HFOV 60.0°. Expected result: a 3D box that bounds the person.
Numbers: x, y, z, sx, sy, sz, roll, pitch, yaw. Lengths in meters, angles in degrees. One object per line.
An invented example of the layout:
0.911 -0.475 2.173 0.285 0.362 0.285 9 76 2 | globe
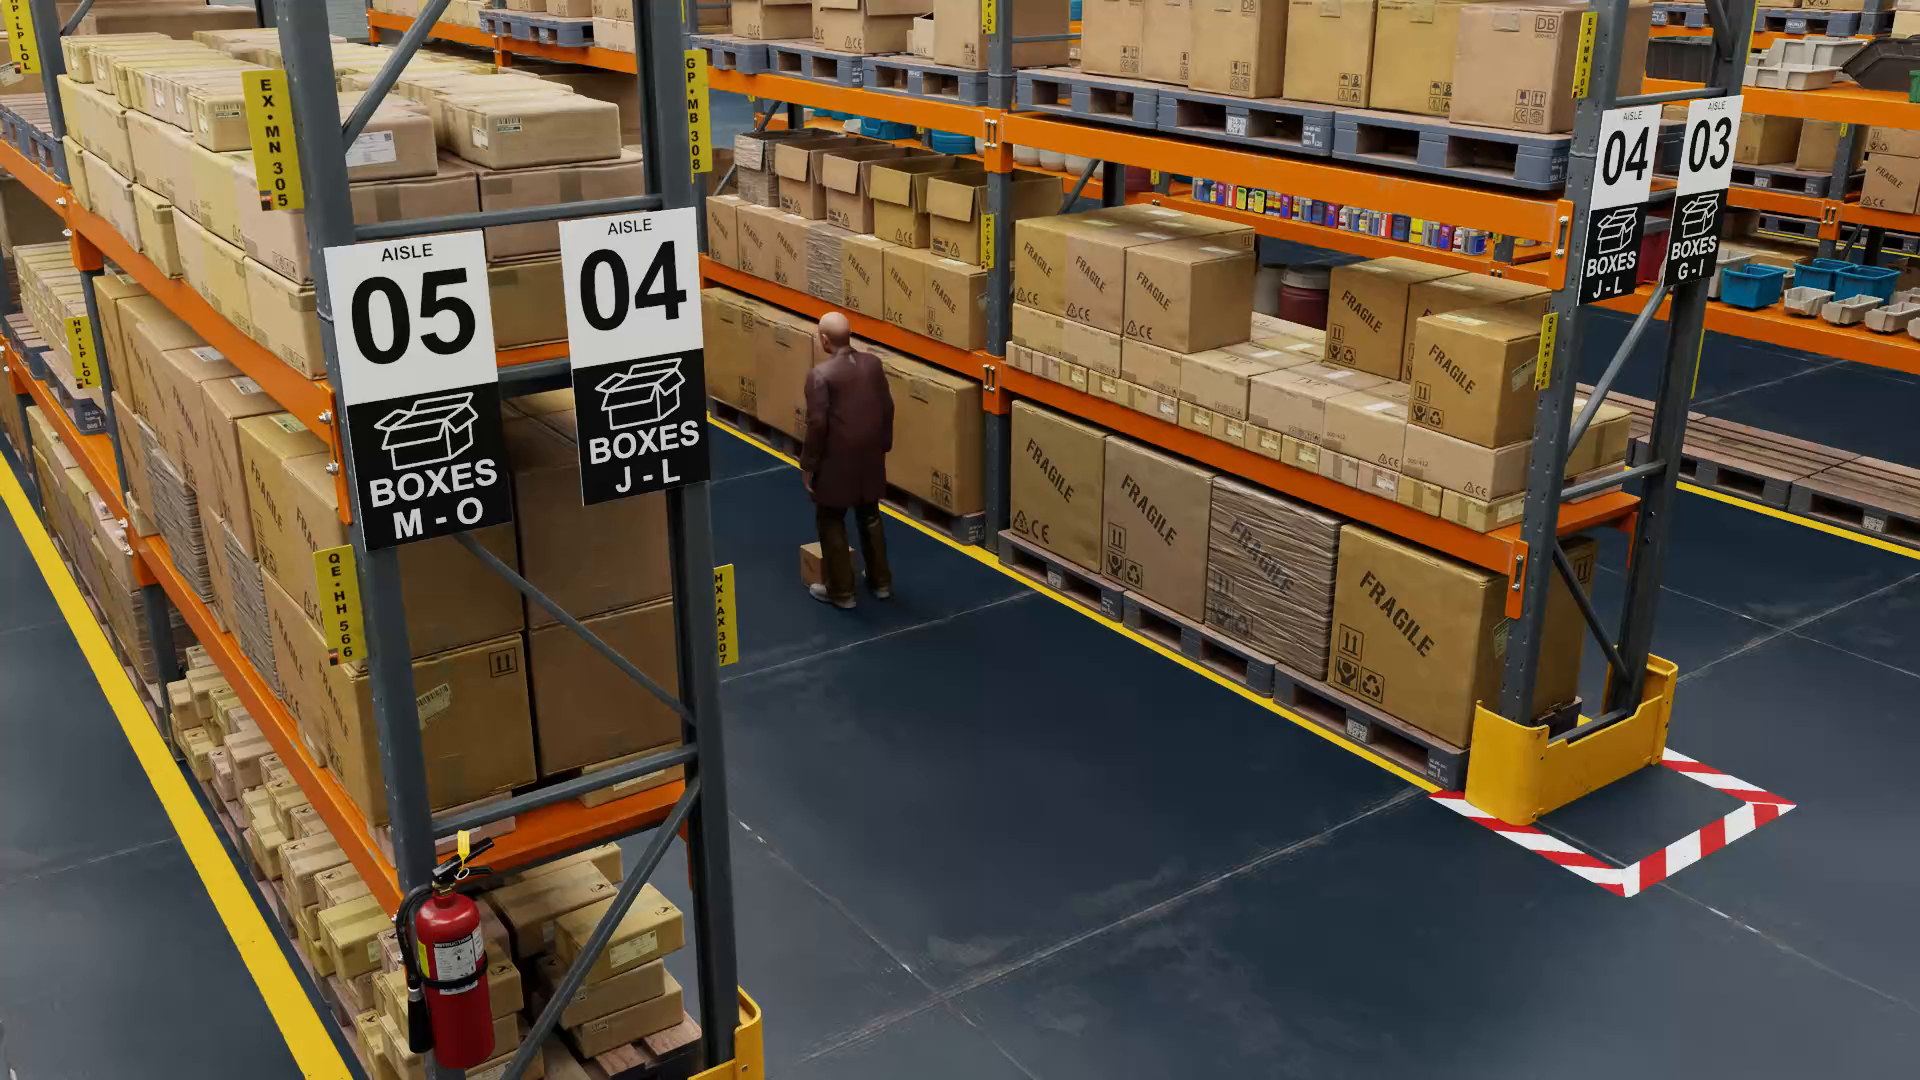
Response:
-0.673 -0.472 9.831 0.648 1.772 0.429 -16 26 -36 | person
